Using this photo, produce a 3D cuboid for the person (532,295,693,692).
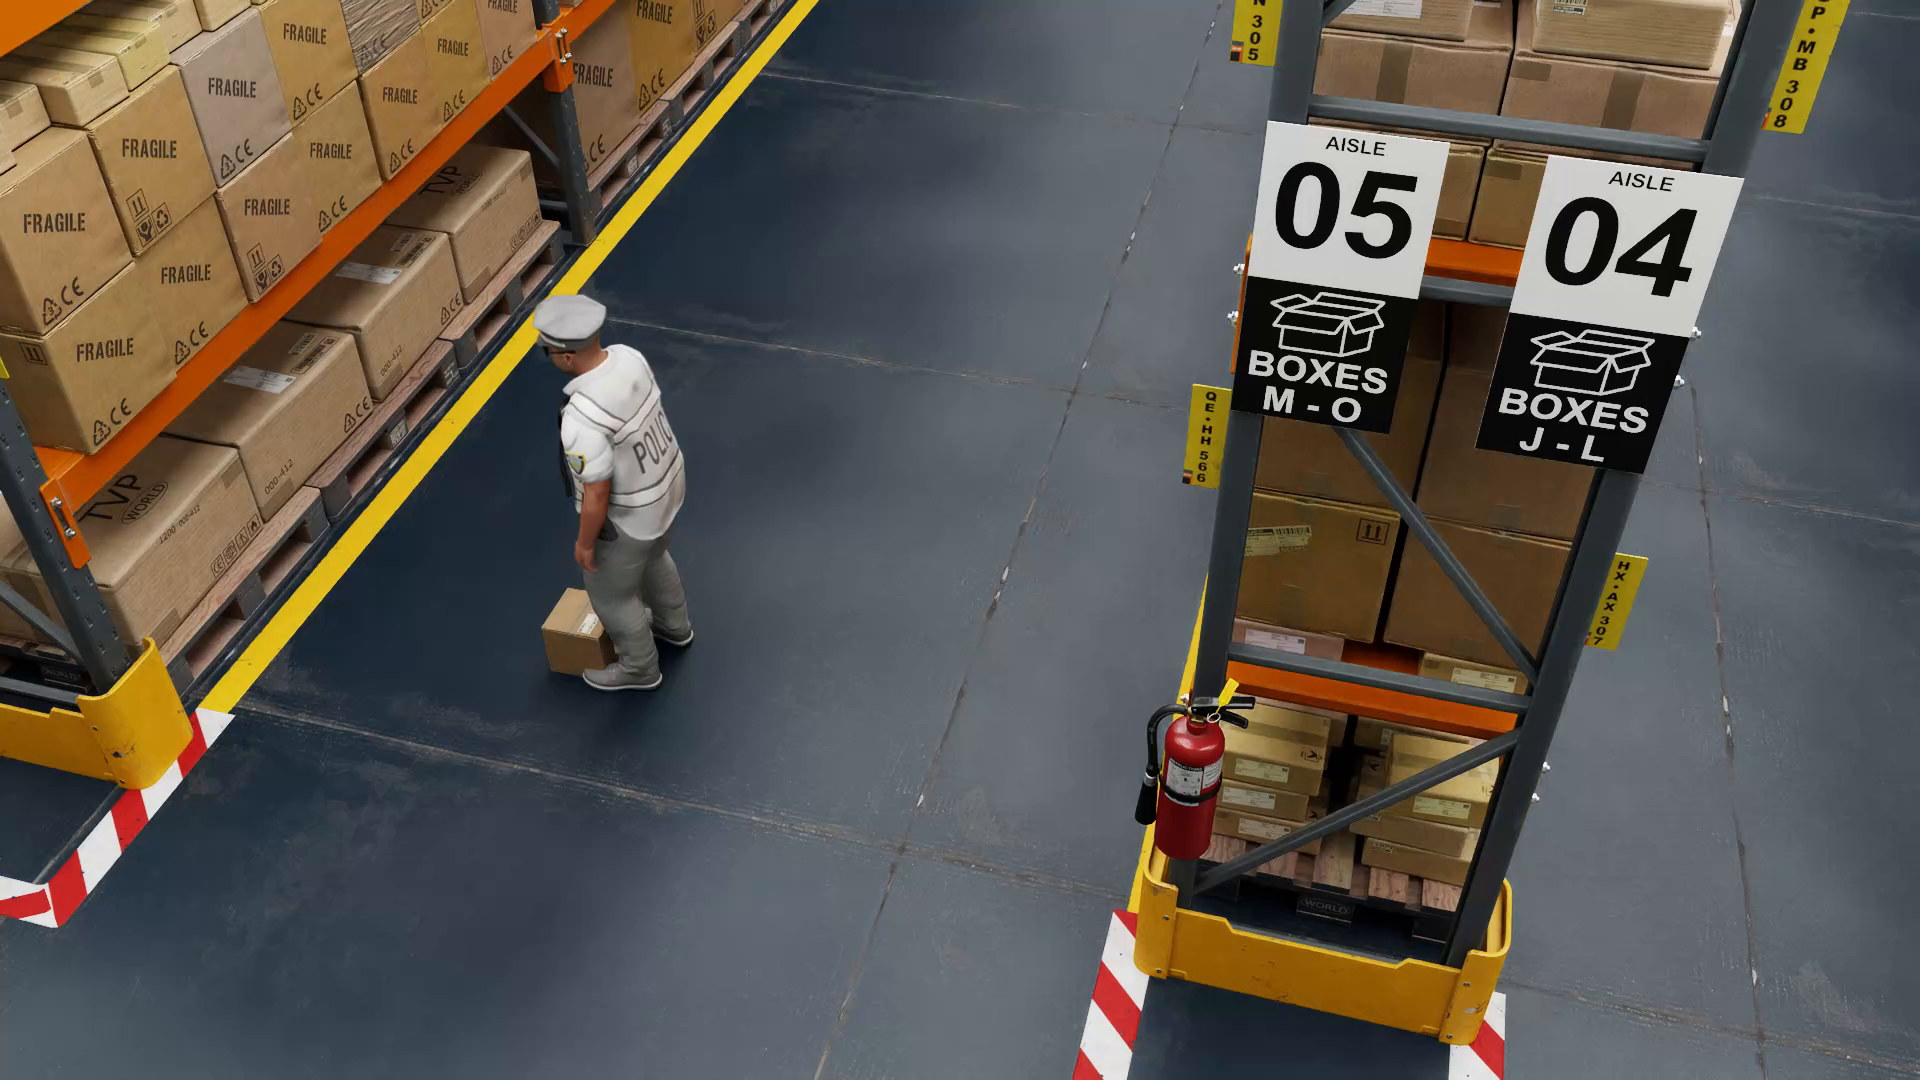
[{"bbox_3d":[-1.287,-0.141,6.315,0.465,1.748,0.584,10,42,11],"label":"person"}]
